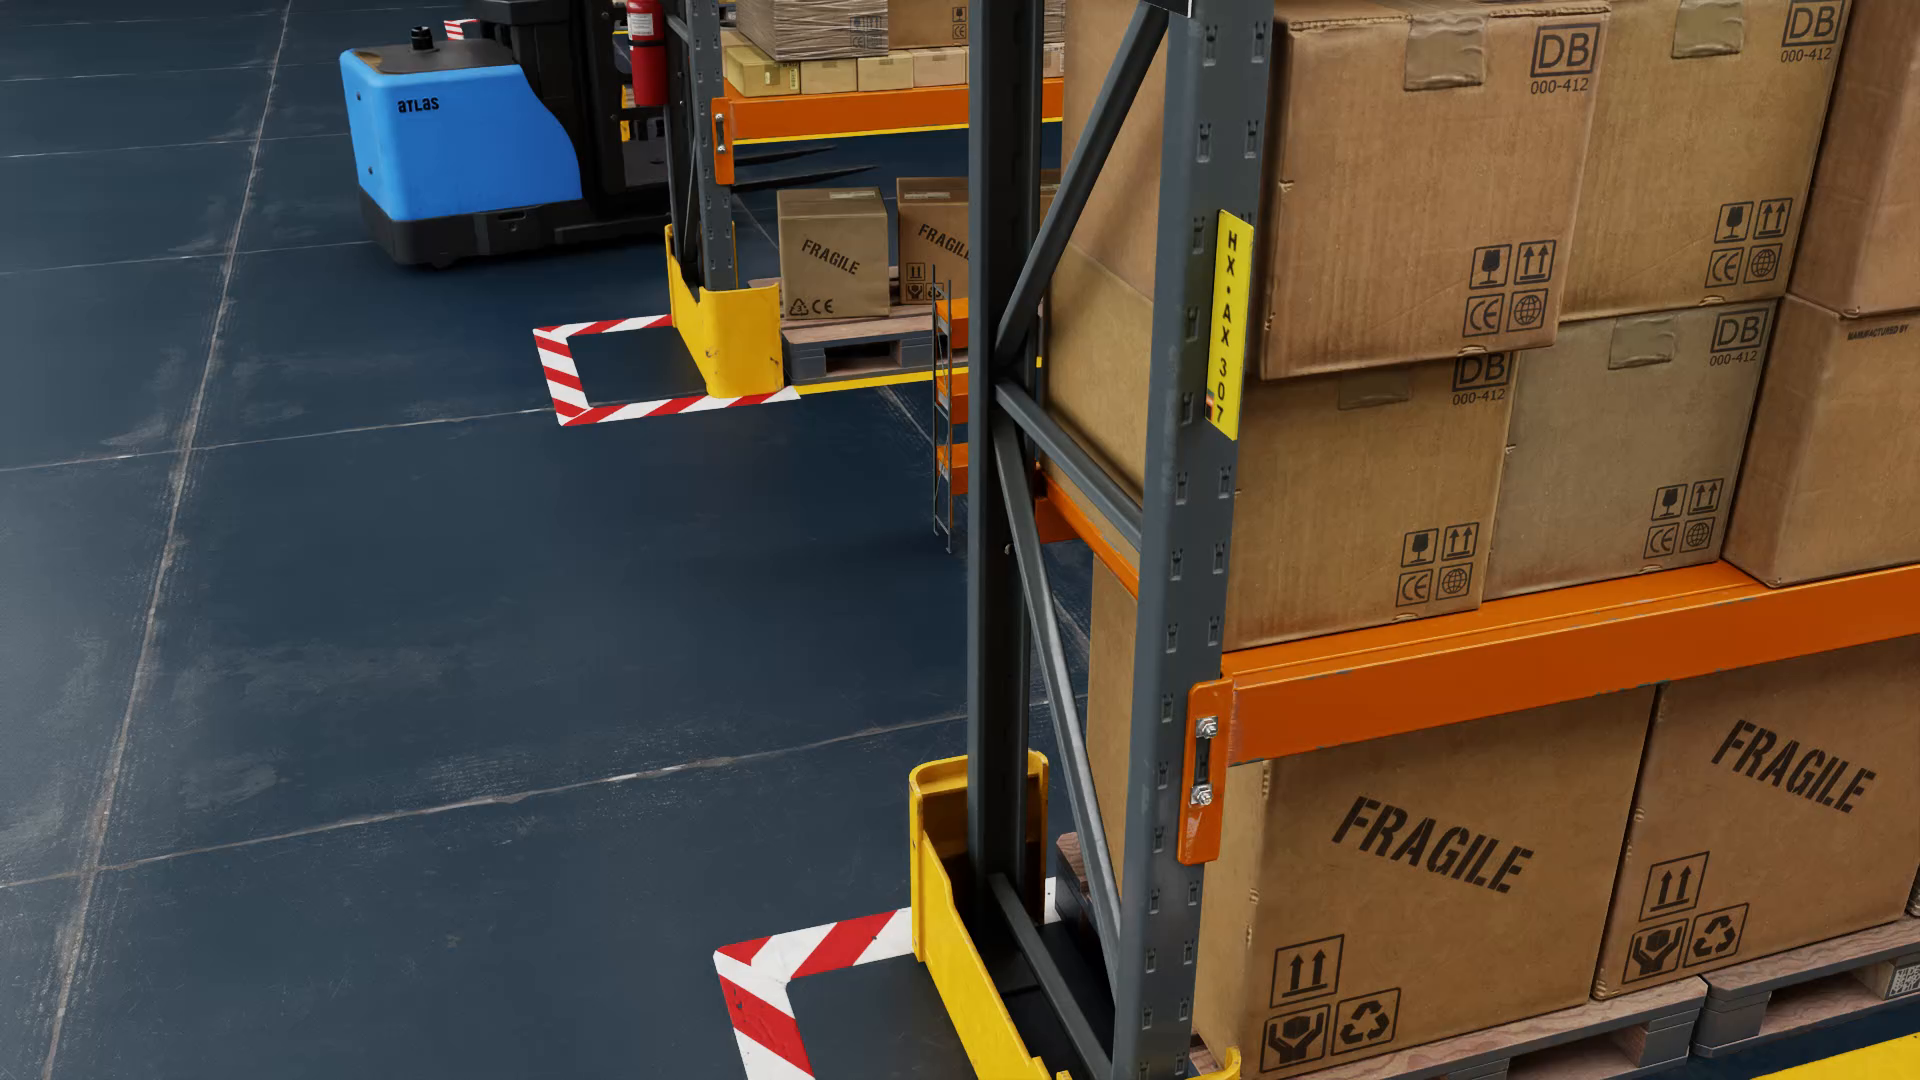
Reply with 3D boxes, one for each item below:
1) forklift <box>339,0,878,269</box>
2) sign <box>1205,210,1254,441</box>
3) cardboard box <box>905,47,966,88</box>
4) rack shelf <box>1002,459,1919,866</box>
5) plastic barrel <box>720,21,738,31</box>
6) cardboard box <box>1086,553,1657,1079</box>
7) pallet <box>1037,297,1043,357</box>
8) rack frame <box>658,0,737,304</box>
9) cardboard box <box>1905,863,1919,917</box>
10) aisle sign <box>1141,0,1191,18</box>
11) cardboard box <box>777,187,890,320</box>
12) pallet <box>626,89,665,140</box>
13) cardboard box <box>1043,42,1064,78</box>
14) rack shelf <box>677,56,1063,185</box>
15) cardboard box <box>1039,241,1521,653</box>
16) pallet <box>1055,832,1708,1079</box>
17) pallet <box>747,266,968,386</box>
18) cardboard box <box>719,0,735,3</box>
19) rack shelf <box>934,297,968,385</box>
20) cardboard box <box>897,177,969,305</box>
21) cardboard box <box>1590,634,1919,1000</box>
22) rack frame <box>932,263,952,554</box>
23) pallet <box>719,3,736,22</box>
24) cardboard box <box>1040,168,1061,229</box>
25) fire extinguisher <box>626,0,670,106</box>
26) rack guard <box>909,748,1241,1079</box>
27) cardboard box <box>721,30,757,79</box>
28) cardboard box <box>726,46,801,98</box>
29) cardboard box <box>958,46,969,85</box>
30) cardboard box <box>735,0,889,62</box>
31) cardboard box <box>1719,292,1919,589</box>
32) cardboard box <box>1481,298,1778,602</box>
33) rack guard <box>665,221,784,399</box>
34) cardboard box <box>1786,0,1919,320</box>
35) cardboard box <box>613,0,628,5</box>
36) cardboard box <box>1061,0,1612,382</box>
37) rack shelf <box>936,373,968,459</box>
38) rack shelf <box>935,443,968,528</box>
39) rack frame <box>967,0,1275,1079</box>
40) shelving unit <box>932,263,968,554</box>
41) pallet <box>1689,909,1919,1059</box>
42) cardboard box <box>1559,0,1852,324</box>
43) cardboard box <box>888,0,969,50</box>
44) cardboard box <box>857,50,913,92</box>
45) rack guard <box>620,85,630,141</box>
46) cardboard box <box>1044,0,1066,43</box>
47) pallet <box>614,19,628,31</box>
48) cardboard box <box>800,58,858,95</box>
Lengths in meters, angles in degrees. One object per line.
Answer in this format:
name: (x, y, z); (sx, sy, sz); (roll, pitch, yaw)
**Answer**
forklift: (-2.001, -3.275, 9.551); (3.031, 2.935, 1.130); (-14, 30, -26)
sign: (0.395, -0.314, 2.446); (0.005, 0.325, 0.100); (-8, 28, -16)
cardboard box: (-0.149, -2.161, 7.511); (0.250, 0.149, 0.380); (-8, 28, -16)
rack shelf: (2.130, -0.079, 3.845); (4.000, 0.370, 1.077); (-8, 28, -16)
plastic barrel: (-1.666, -3.597, 12.448); (0.421, 0.512, 0.421); (0, 26, 0)
cardboard box: (0.853, 0.516, 3.754); (0.875, 0.875, 0.875); (-8, 28, -16)
pallet: (0.802, -1.262, 8.554); (1.213, 0.211, 1.003); (-8, 28, -16)
rack frame: (-1.211, -2.237, 7.383); (0.127, 3.000, 1.000); (-8, 28, -16)
cardboard box: (2.556, 0.269, 4.251); (0.875, 0.875, 0.875); (-8, 28, -16)
aisle sign: (0.254, -1.154, 2.277); (0.004, 0.787, 0.394); (-8, 28, -16)
cardboard box: (-0.612, -1.385, 8.004); (0.500, 0.500, 0.500); (-3, 27, -7)
pallet: (-1.913, -3.222, 12.503); (1.213, 0.211, 1.003); (-8, 28, -16)
cardboard box: (0.320, -2.238, 7.667); (0.250, 0.149, 0.380); (-8, 28, -16)
rack shelf: (0.690, -2.190, 8.098); (4.000, 0.370, 1.077); (-8, 28, -16)
cardboard box: (0.567, -0.264, 3.239); (0.550, 0.550, 0.875); (-8, 28, -16)
pallet: (0.965, 0.980, 4.039); (1.213, 0.211, 1.003); (-8, 28, -16)
pallet: (-0.356, -1.096, 8.219); (1.213, 0.211, 1.003); (-8, 28, -16)
cardboard box: (-2.270, -5.568, 16.713); (0.500, 0.250, 0.500); (-8, 28, -16)
rack shelf: (0.051, -0.722, 5.910); (0.240, 0.259, 0.215); (-8, 28, -16)
cardboard box: (-0.055, -1.481, 8.199); (0.500, 0.500, 0.500); (-1, 26, -3)
cardboard box: (1.689, 0.394, 4.000); (0.875, 0.875, 0.875); (-9, 28, -17)
rack frame: (-0.065, -0.461, 5.998); (0.008, 1.050, 0.200); (-8, 28, -16)
pallet: (-2.403, -5.467, 17.024); (1.213, 0.211, 1.003); (-8, 28, -16)
cardboard box: (0.546, -1.560, 8.357); (0.500, 0.500, 0.500); (-6, 27, -11)
fire extinguisher: (-1.463, -2.382, 7.761); (0.183, 0.674, 0.296); (-8, 28, -16)
rack guard: (0.206, 0.997, 3.680); (0.348, 0.500, 1.175); (-8, 28, -16)
cardboard box: (-1.004, -2.251, 7.694); (0.250, 0.149, 0.380); (-8, 28, -16)
cardboard box: (-0.867, -2.063, 7.315); (0.250, 0.149, 0.380); (-8, 28, -16)
cardboard box: (0.091, -2.192, 7.575); (0.250, 0.149, 0.380); (-8, 28, -16)
cardboard box: (-0.680, -2.479, 7.424); (0.500, 0.500, 0.875); (-8, 28, -16)
cardboard box: (1.655, -0.372, 3.458); (0.550, 0.550, 0.875); (-8, 28, -16)
cardboard box: (1.083, -0.348, 3.410); (0.550, 0.550, 0.875); (-8, 28, -16)
rack guard: (-1.139, -1.128, 7.960); (0.348, 0.500, 1.175); (-8, 28, -16)
cardboard box: (1.662, -0.846, 3.198); (0.550, 0.550, 0.875); (-8, 28, -16)
cardboard box: (-3.223, -5.433, 16.440); (0.500, 0.250, 0.500); (-8, 28, -16)
cardboard box: (0.593, -0.712, 2.927); (0.550, 0.550, 0.875); (-8, 28, -16)
rack shelf: (0.051, -0.468, 6.036); (0.240, 0.259, 0.215); (-8, 28, -16)
rack shelf: (0.051, -0.219, 6.160); (0.240, 0.259, 0.215); (-8, 28, -16)
rack frame: (0.228, -0.126, 3.131); (0.127, 3.000, 1.000); (-8, 28, -16)
shelving unit: (0.051, -0.478, 6.031); (0.252, 1.050, 0.215); (-8, 28, -16)
pallet: (2.123, 0.813, 4.374); (1.213, 0.211, 1.003); (-8, 28, -16)
cardboard box: (1.088, -0.826, 3.158); (0.550, 0.550, 0.875); (-8, 28, -16)
cardboard box: (-0.242, -2.599, 7.665); (0.500, 0.500, 0.875); (-8, 28, -16)
cardboard box: (-0.381, -2.117, 7.424); (0.250, 0.149, 0.380); (-8, 28, -16)
rack guard: (-2.688, -3.242, 12.218); (0.348, 0.500, 1.175); (-8, 28, -16)
cardboard box: (0.247, -2.649, 7.766); (0.500, 0.500, 0.875); (-8, 28, -16)
pallet: (-3.561, -5.300, 16.689); (1.213, 0.211, 1.003); (-8, 28, -16)
cardboard box: (-0.623, -2.089, 7.368); (0.250, 0.149, 0.380); (-8, 28, -16)
